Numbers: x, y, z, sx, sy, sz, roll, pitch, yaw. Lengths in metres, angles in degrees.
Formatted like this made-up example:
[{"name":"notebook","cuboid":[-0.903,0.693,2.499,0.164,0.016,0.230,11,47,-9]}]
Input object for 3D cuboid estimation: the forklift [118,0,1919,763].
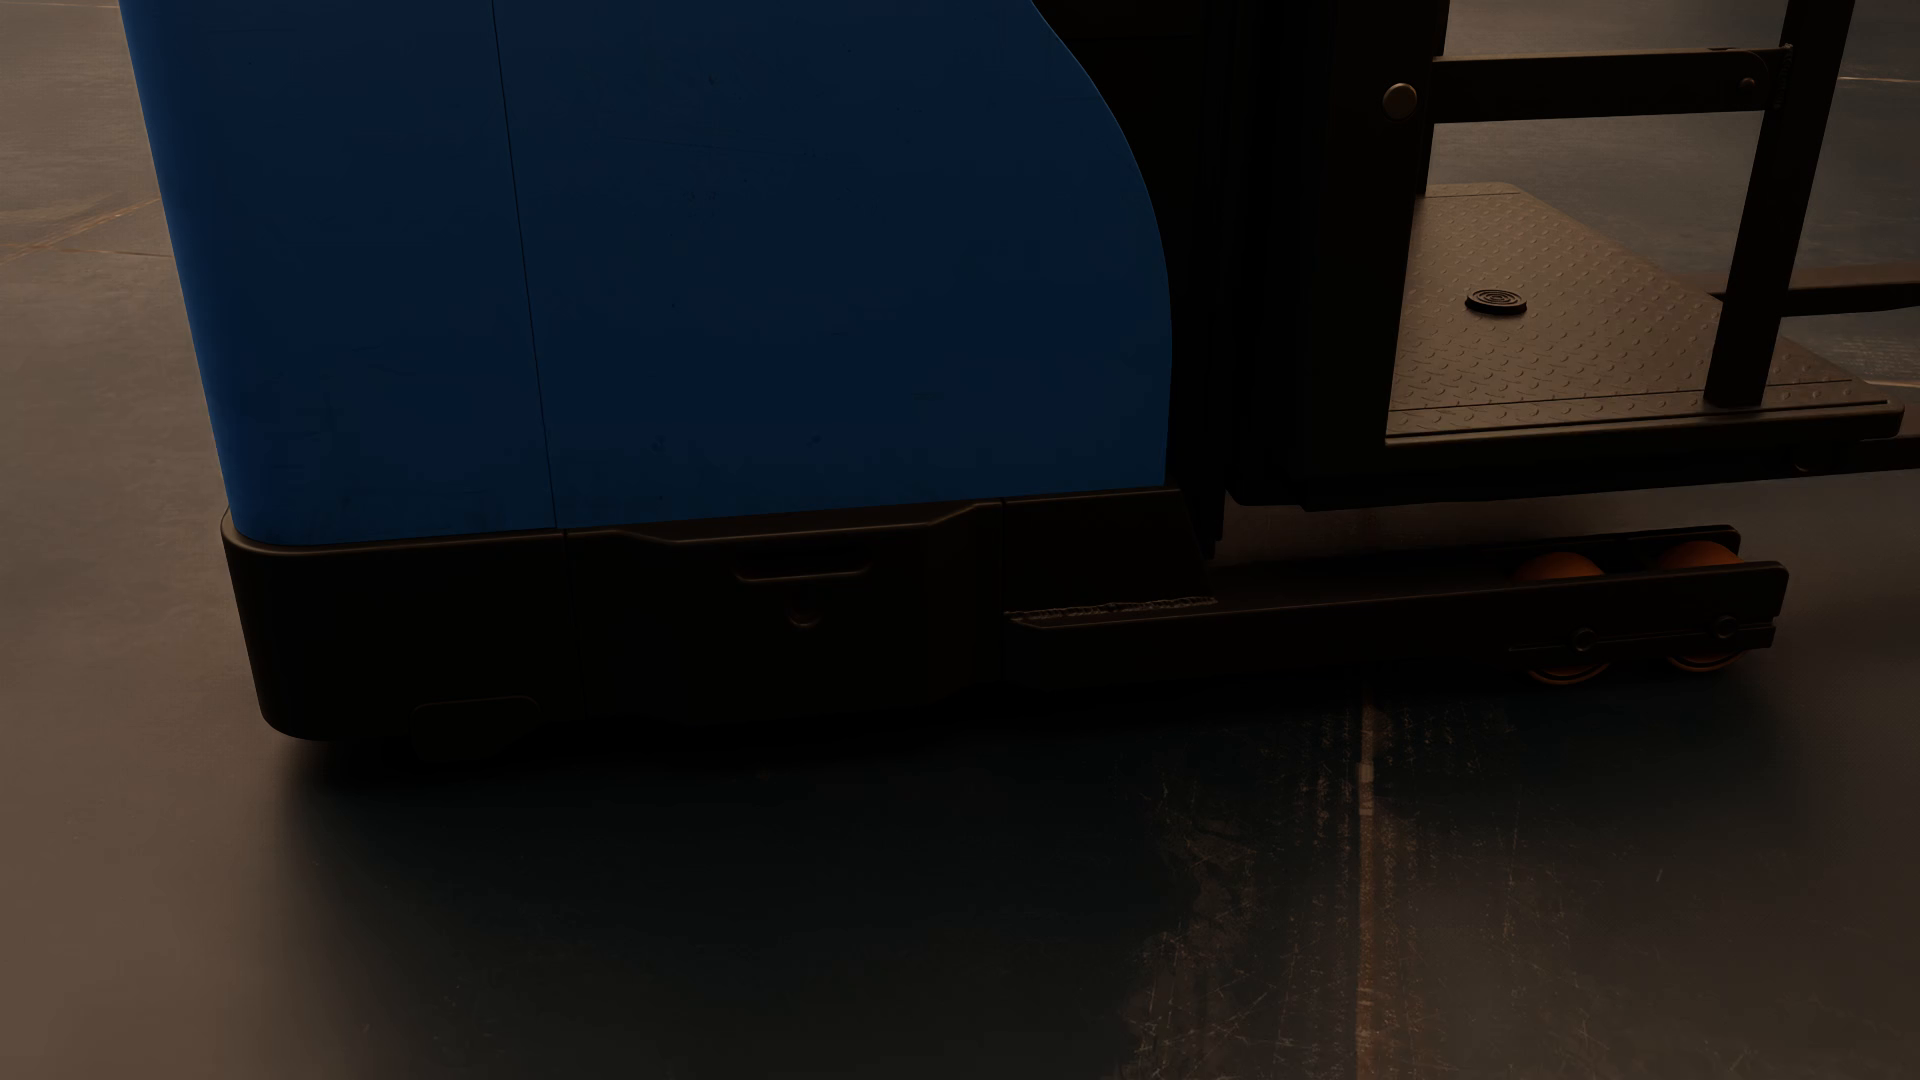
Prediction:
[{"name":"forklift","cuboid":[0.600,-1.354,1.930,3.031,2.935,1.130,-4,27,-9]}]
